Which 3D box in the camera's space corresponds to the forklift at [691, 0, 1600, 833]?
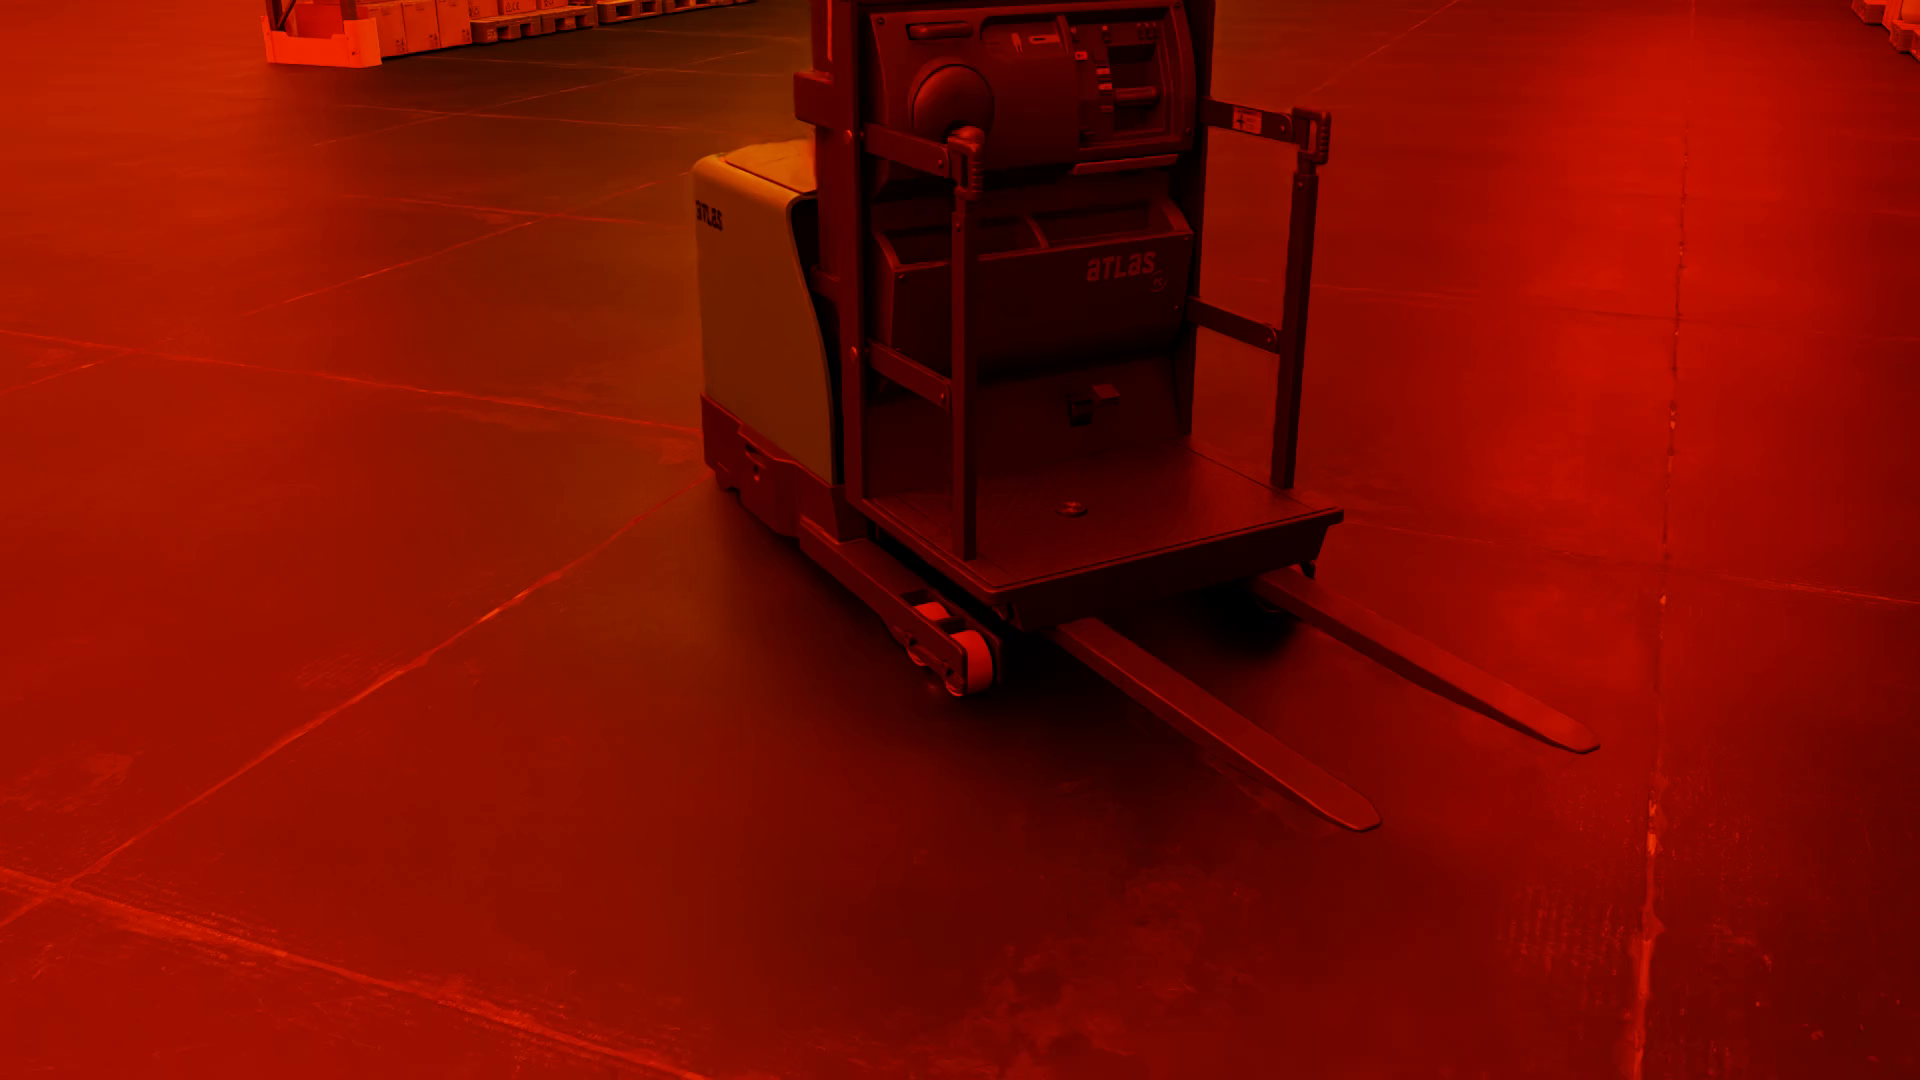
[{"bbox_3d":[0.310,-1.161,4.070,1.130,2.935,3.031,-12,26,-27],"label":"forklift"}]
